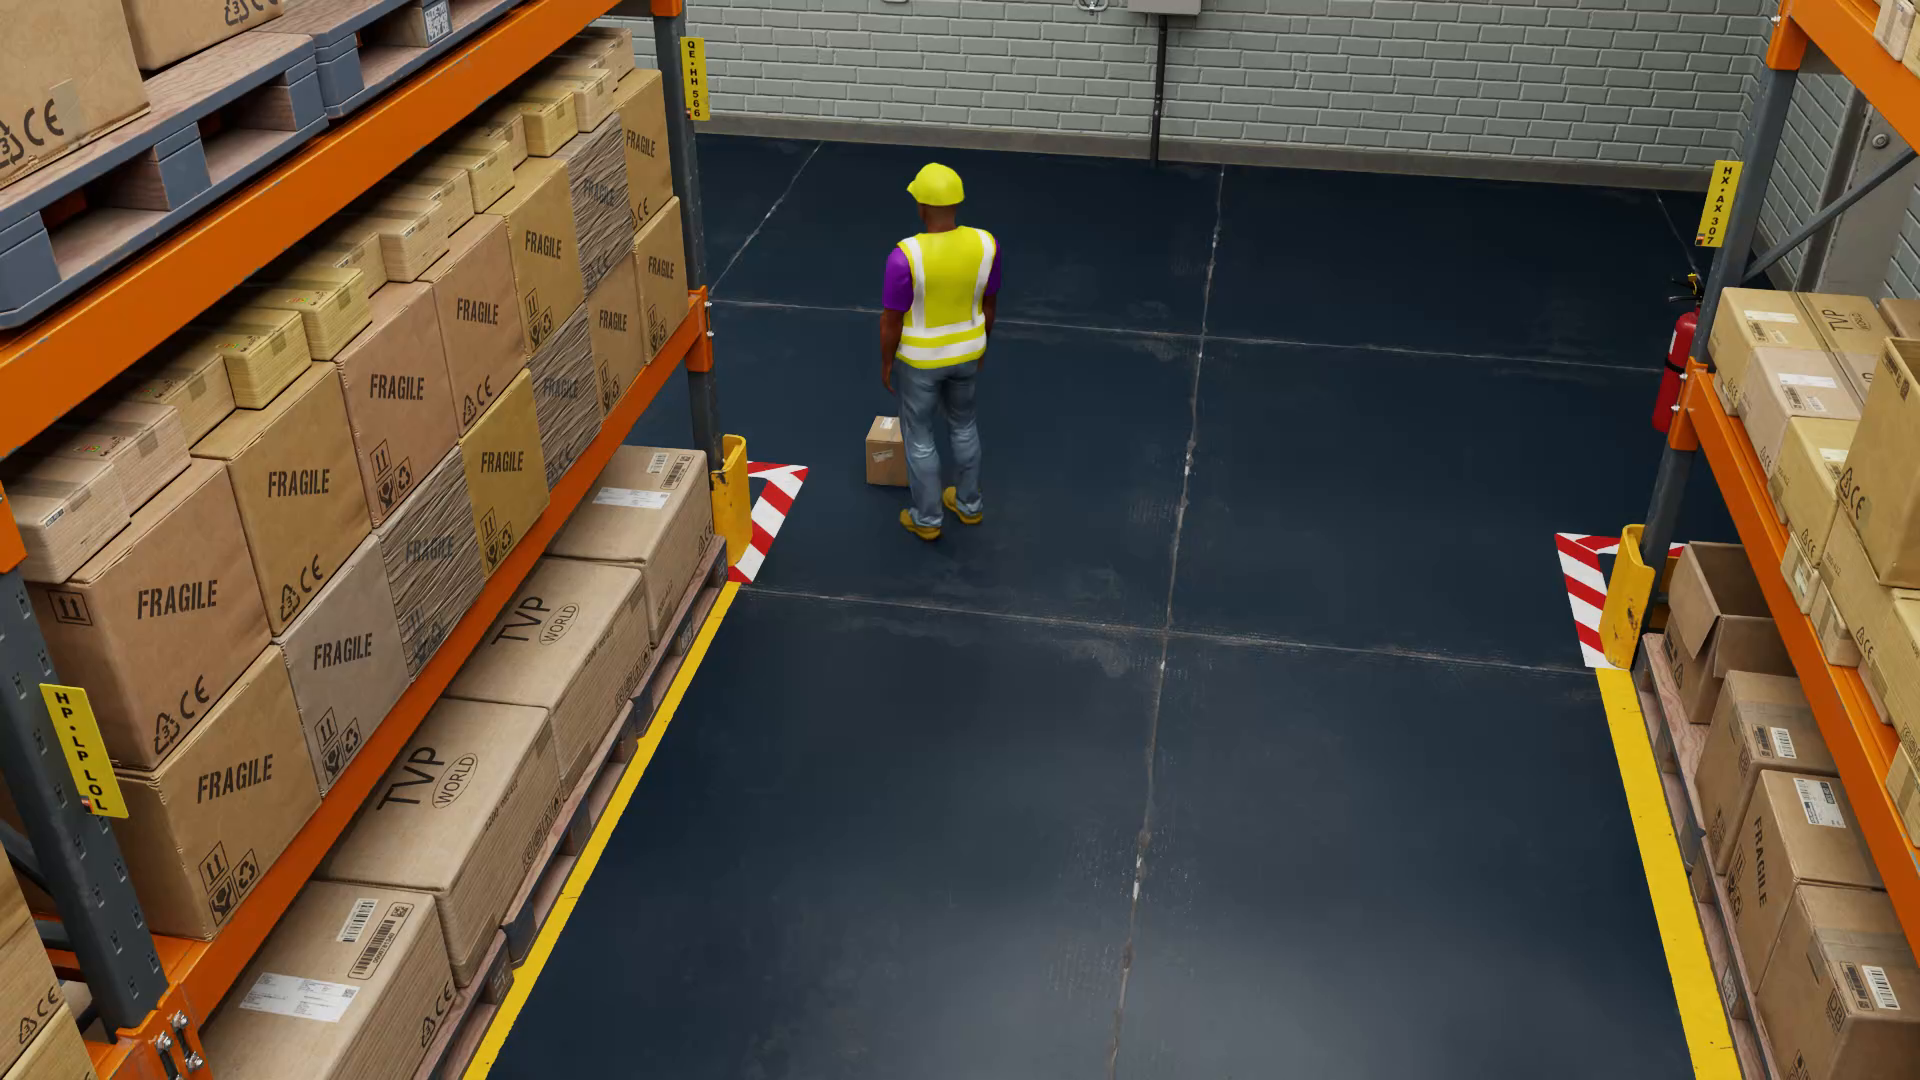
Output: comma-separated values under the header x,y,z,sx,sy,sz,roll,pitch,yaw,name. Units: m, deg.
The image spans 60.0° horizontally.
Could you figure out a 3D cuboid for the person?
x,y,z,sx,sy,sz,roll,pitch,yaw,name
-0.104,-0.829,7.456,0.567,1.780,0.376,-14,35,-22,person
